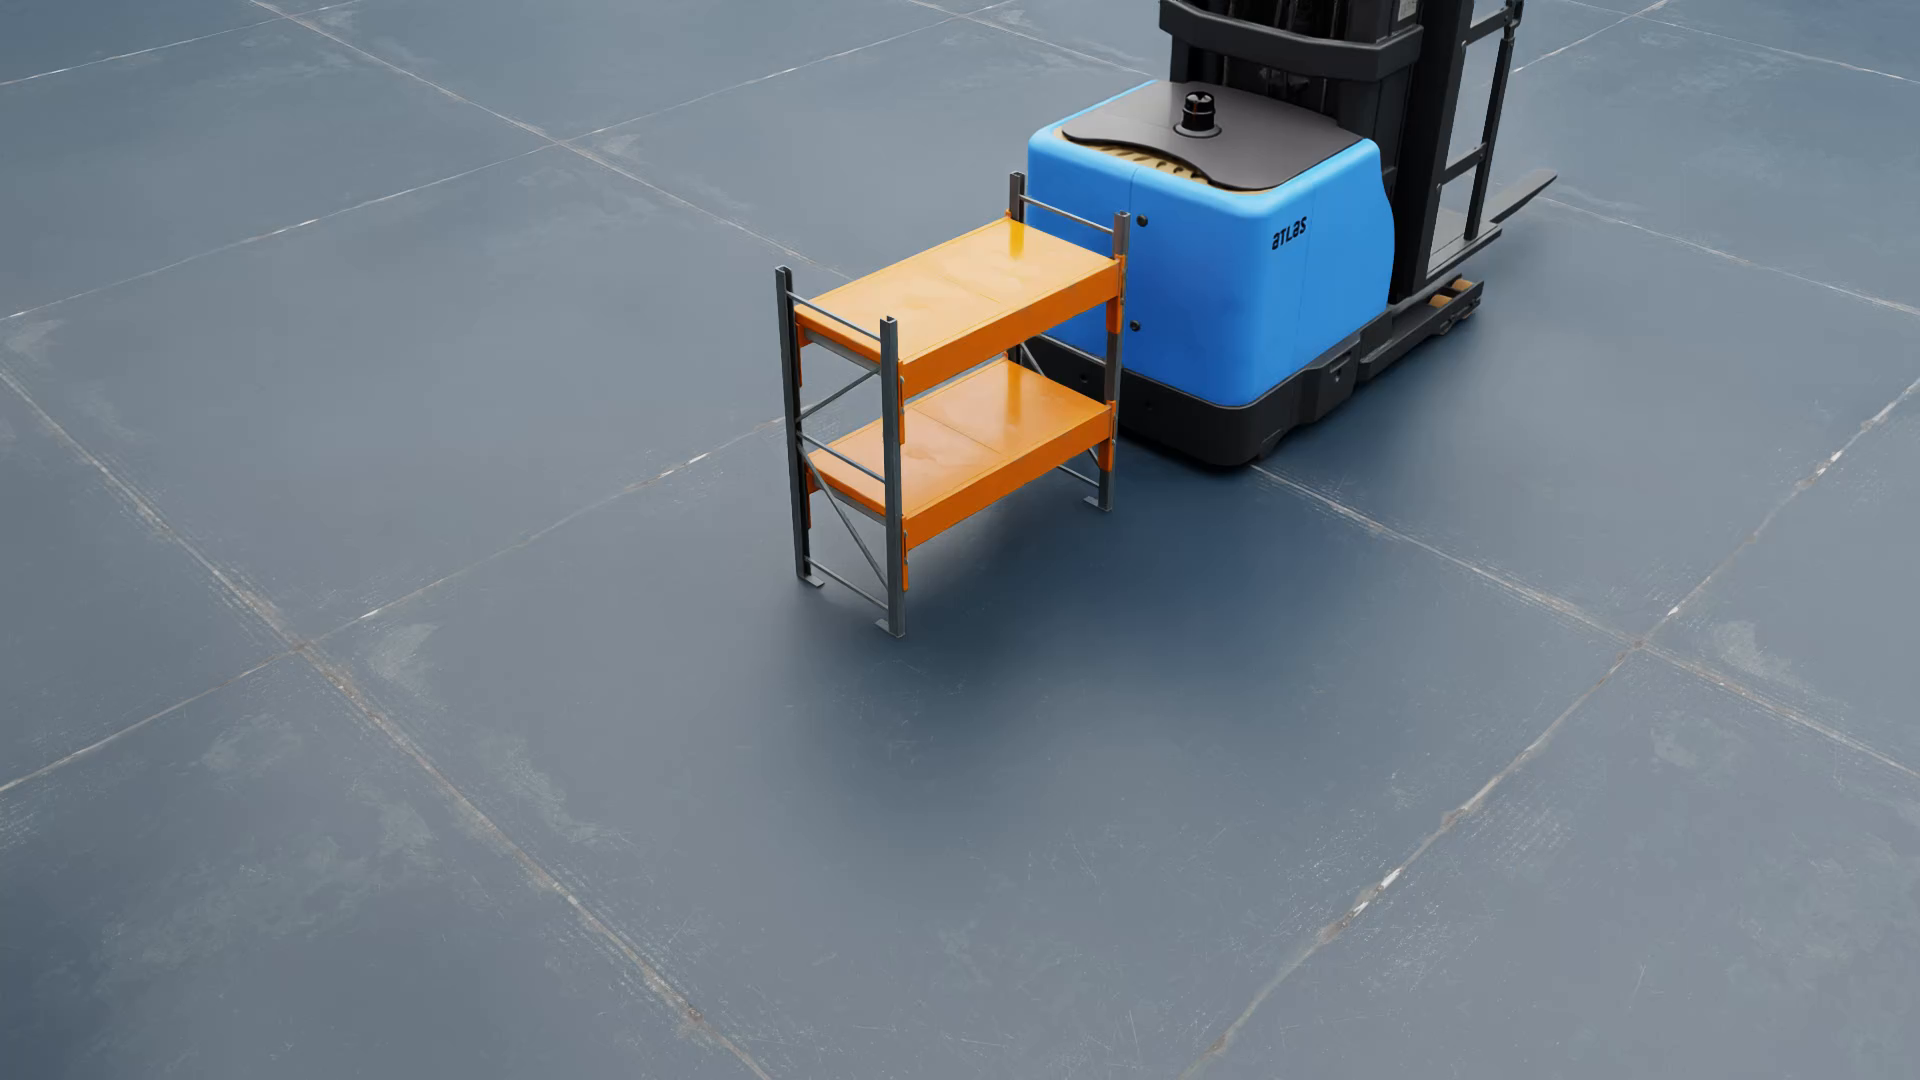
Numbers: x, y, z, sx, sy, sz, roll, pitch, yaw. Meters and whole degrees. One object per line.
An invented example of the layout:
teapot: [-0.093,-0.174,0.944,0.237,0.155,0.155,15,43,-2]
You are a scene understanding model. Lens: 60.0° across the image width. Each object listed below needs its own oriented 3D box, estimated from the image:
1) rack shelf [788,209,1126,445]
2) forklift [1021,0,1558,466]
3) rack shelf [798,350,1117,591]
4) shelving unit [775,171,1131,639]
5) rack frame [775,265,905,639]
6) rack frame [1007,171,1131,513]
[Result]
rack shelf: [-0.005,-0.699,5.257,0.538,0.278,1.000,30,45,35]
forklift: [1.578,-2.234,6.392,1.130,2.935,3.031,27,43,33]
rack shelf: [-0.005,-0.258,5.564,0.538,0.278,1.000,30,45,35]
shelving unit: [-0.005,-0.459,5.424,0.538,1.125,1.048,30,45,35]
rack frame: [-0.363,-0.252,5.128,0.500,1.125,0.032,30,45,35]
rack frame: [0.353,-0.665,5.720,0.500,1.125,0.032,30,45,35]
